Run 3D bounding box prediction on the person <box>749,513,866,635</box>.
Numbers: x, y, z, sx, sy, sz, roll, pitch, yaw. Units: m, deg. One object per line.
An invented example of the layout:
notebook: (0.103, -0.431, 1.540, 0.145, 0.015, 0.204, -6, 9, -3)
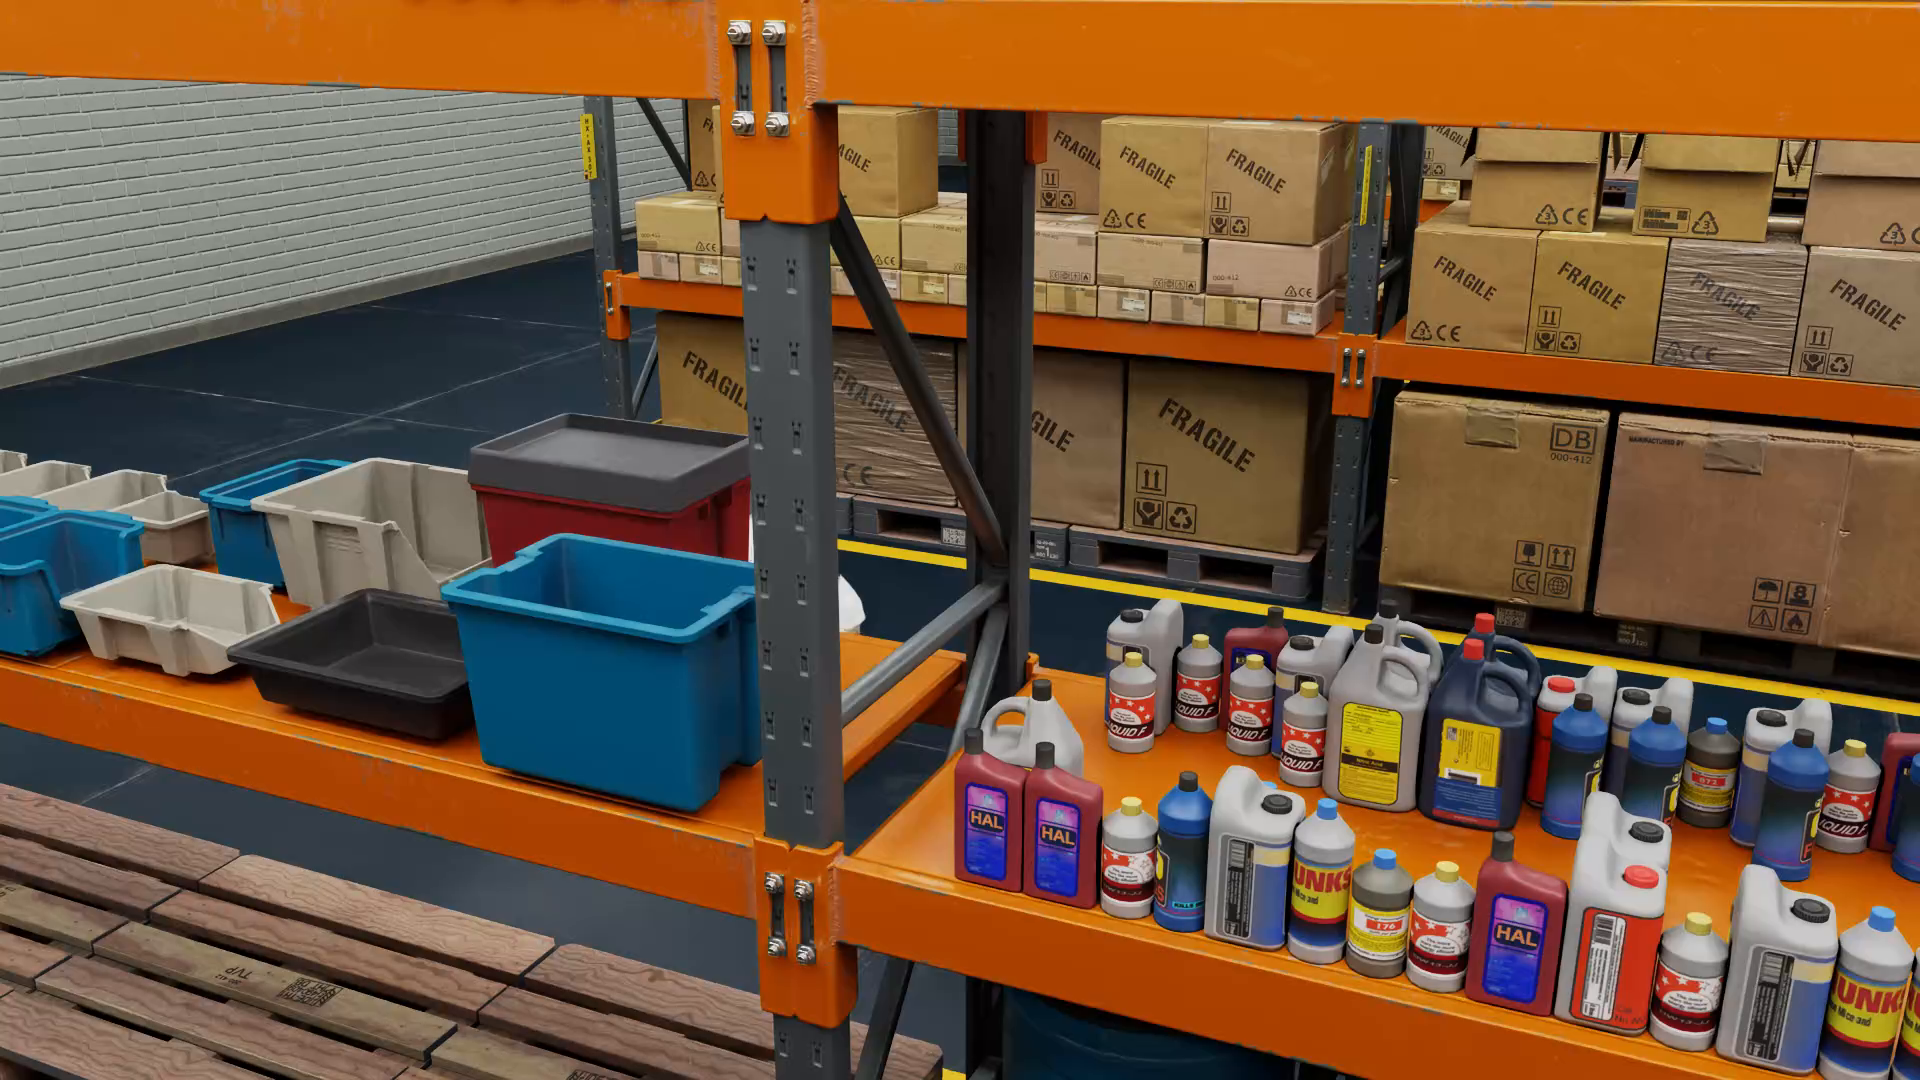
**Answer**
person: (-0.817, 0.285, 6.389, 0.879, 1.011, 0.517, 8, 20, 22)
